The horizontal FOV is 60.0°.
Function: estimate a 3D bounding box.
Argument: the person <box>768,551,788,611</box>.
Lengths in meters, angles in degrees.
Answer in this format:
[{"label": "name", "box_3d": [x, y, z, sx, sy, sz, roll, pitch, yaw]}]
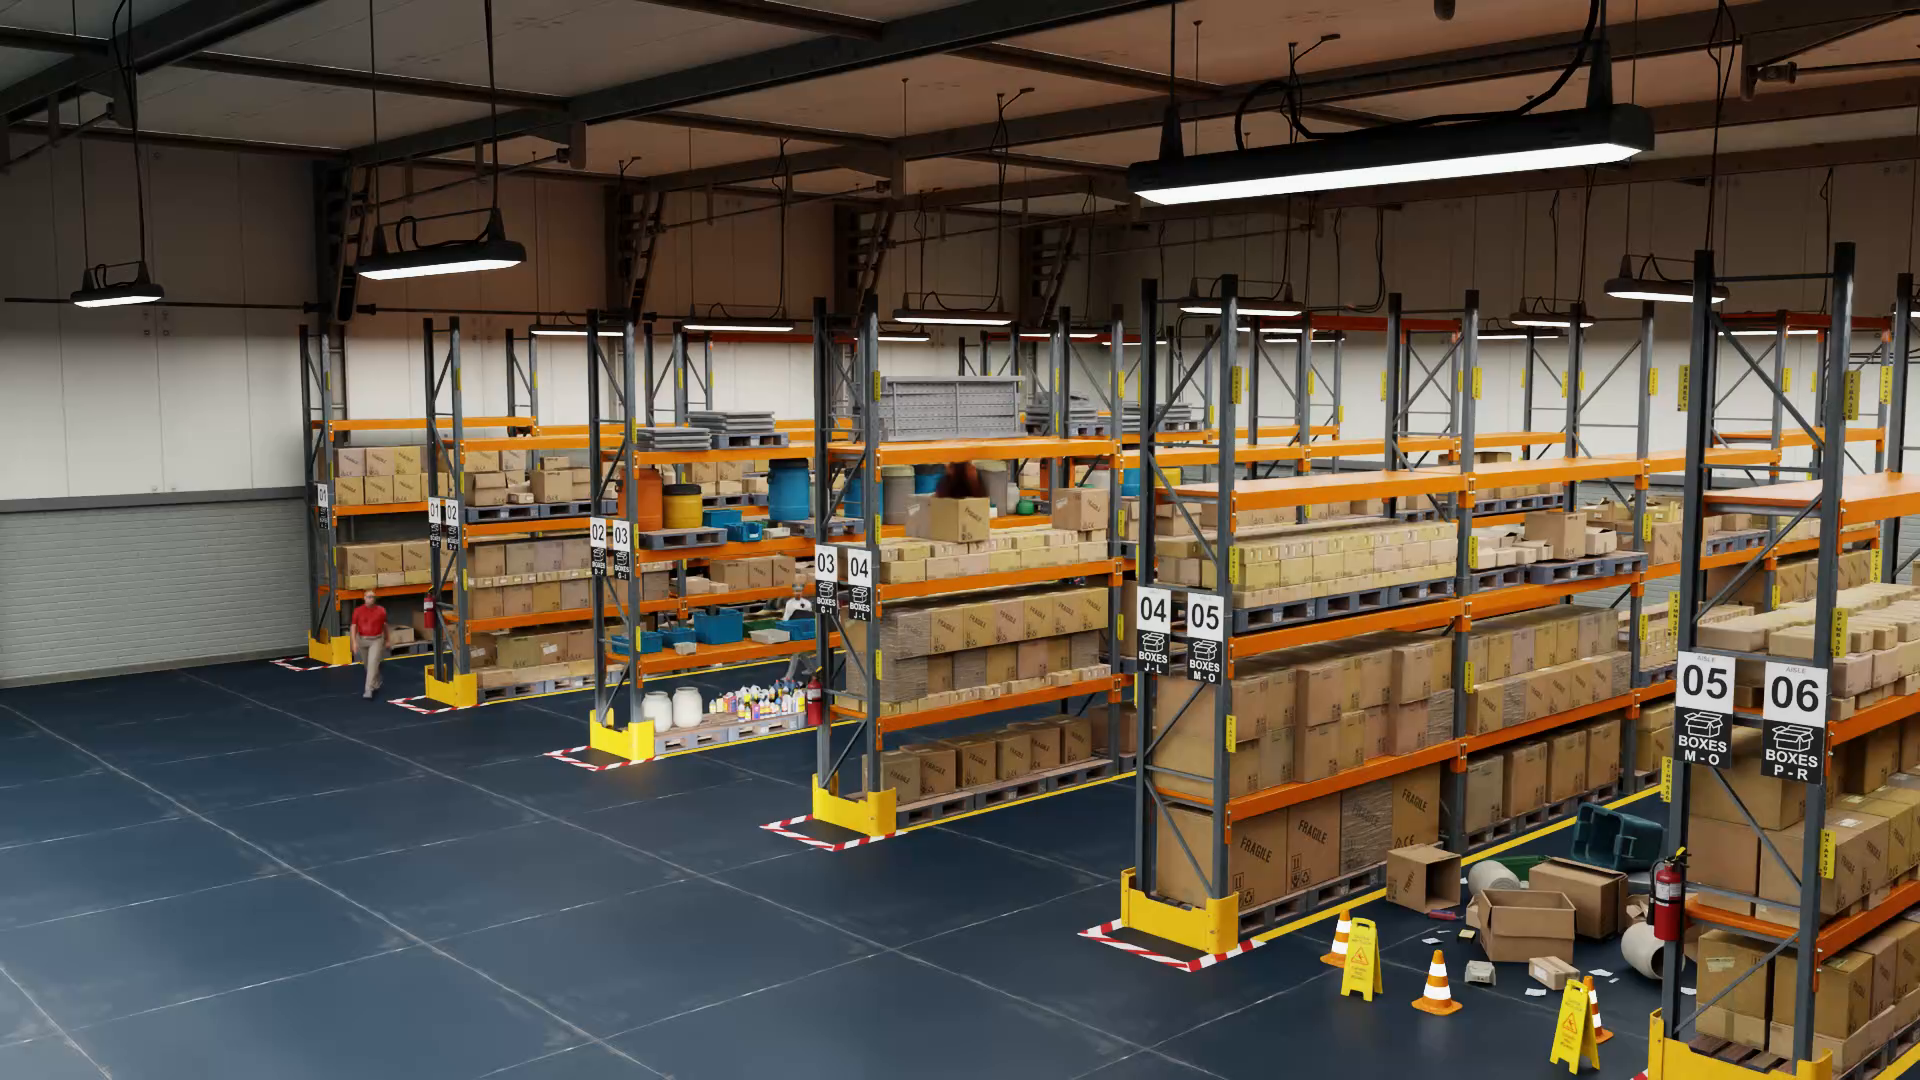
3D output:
[{"label": "person", "box_3d": [-3.587, 1.000, 33.312, 0.461, 1.593, 0.479, 5, 8, 41]}]

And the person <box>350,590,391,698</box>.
[{"label": "person", "box_3d": [-9.467, 1.642, 26.607, 0.499, 1.678, 1.039, 1, 6, 7]}]

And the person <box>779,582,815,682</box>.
[{"label": "person", "box_3d": [-2.752, 1.524, 27.907, 0.438, 1.643, 0.980, 5, 8, 40]}]
